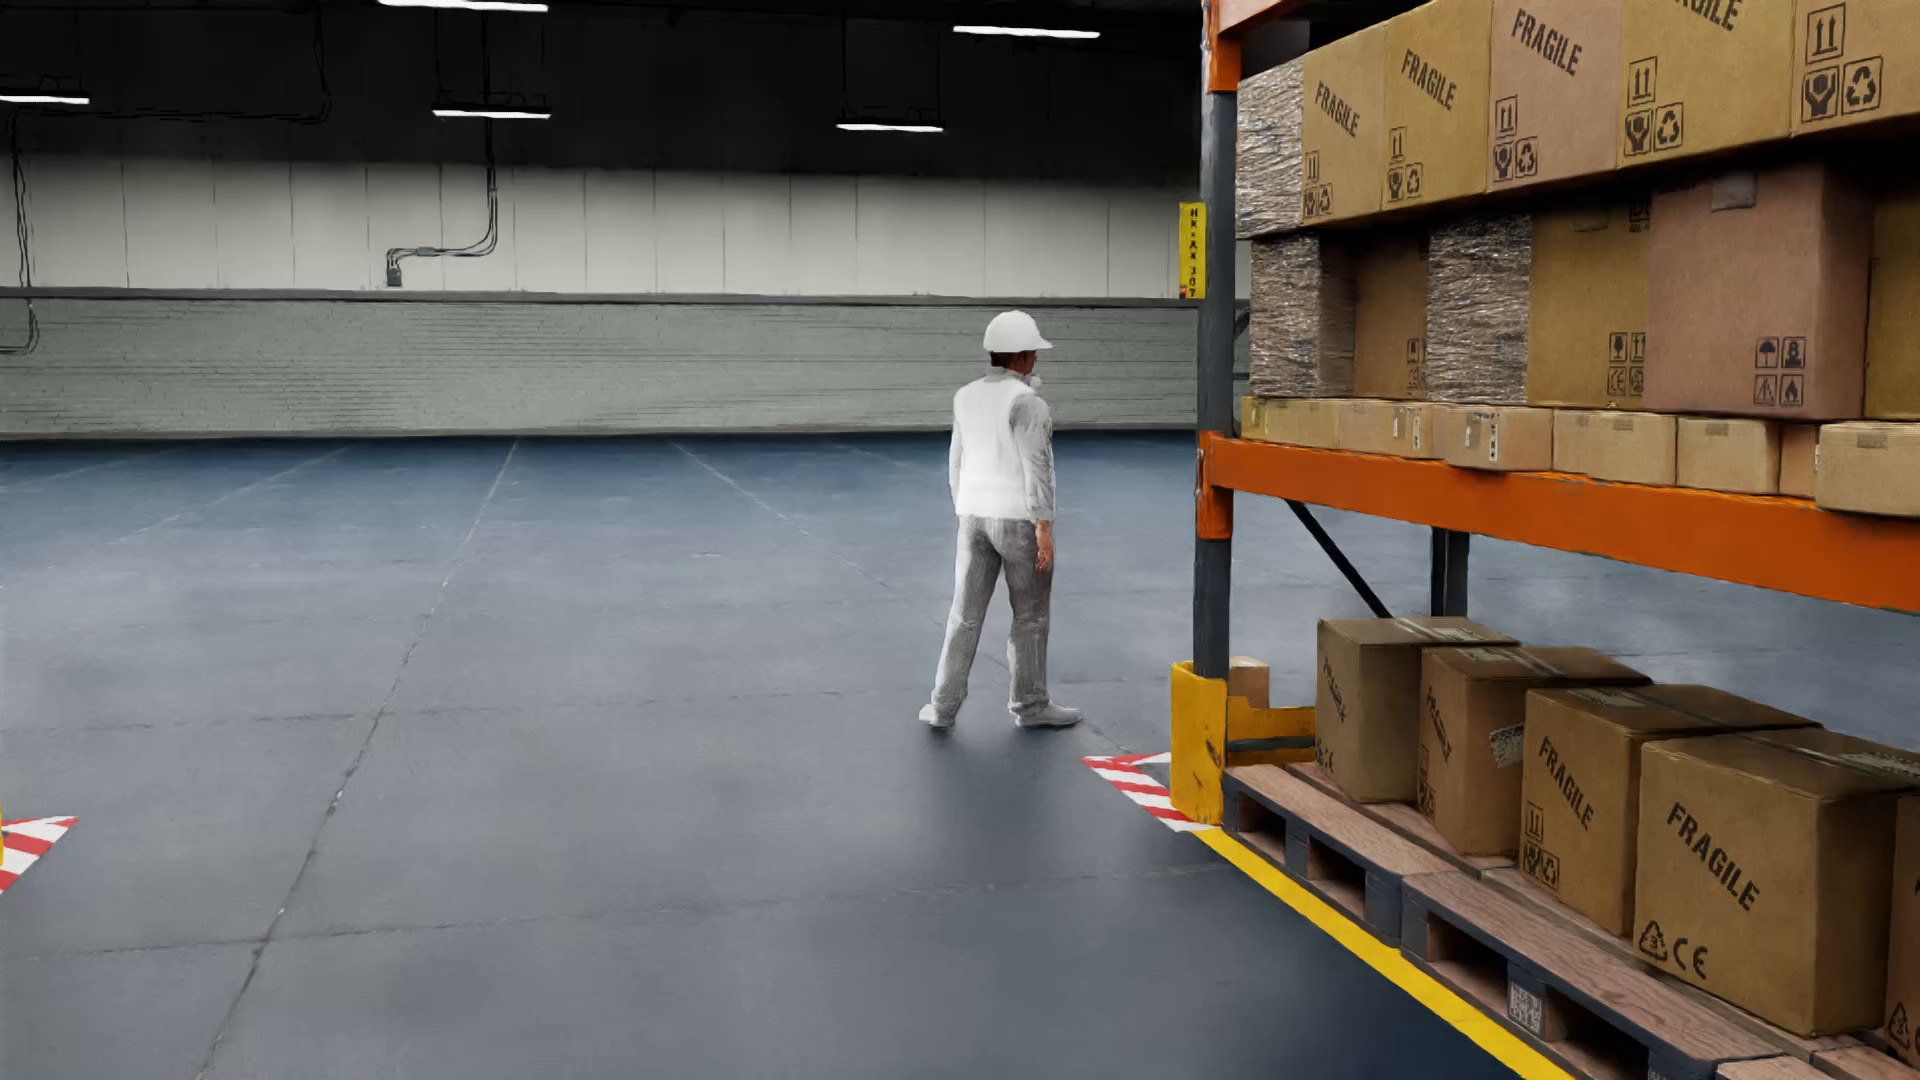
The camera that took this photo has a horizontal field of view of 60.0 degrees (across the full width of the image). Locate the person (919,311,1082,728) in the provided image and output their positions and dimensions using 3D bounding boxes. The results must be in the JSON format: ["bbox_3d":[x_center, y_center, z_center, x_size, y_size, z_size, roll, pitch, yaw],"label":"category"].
[{"bbox_3d":[0.183,-0.075,7.022,0.650,1.768,0.629,5,8,40],"label":"person"}]
